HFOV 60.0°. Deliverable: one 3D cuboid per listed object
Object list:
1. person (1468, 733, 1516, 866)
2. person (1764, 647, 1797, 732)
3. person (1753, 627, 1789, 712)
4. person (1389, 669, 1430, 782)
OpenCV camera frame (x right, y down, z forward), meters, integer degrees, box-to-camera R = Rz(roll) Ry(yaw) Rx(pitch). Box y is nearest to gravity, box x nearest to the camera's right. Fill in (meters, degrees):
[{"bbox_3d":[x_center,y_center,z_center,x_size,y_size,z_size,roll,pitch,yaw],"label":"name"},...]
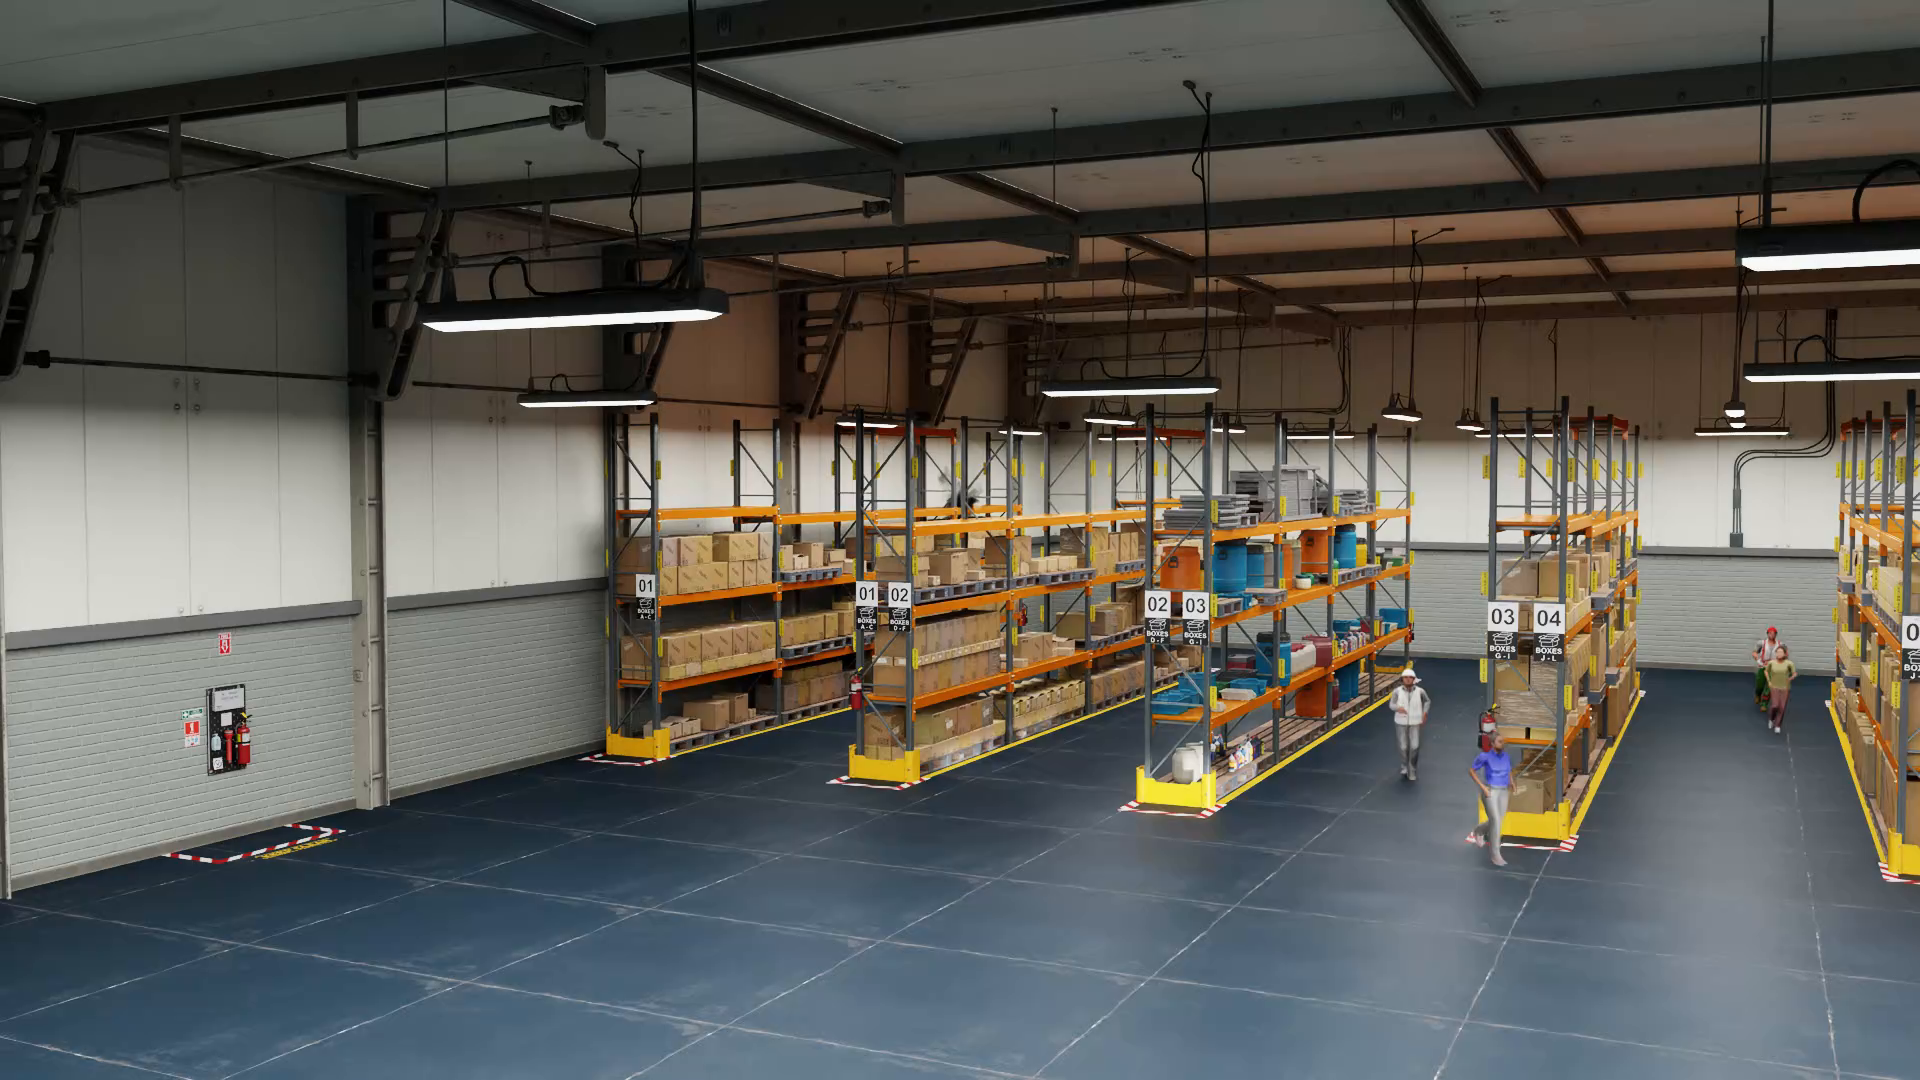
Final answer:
[{"bbox_3d":[6.867,3.303,21.402,0.606,1.659,0.751,-1,3,-20],"label":"person"},{"bbox_3d":[15.626,2.851,31.666,0.565,1.637,0.538,1,3,26],"label":"person"},{"bbox_3d":[16.842,2.675,34.554,0.679,1.749,0.824,1,3,23],"label":"person"},{"bbox_3d":[7.257,2.994,26.859,0.640,1.819,0.680,1,3,17],"label":"person"}]
